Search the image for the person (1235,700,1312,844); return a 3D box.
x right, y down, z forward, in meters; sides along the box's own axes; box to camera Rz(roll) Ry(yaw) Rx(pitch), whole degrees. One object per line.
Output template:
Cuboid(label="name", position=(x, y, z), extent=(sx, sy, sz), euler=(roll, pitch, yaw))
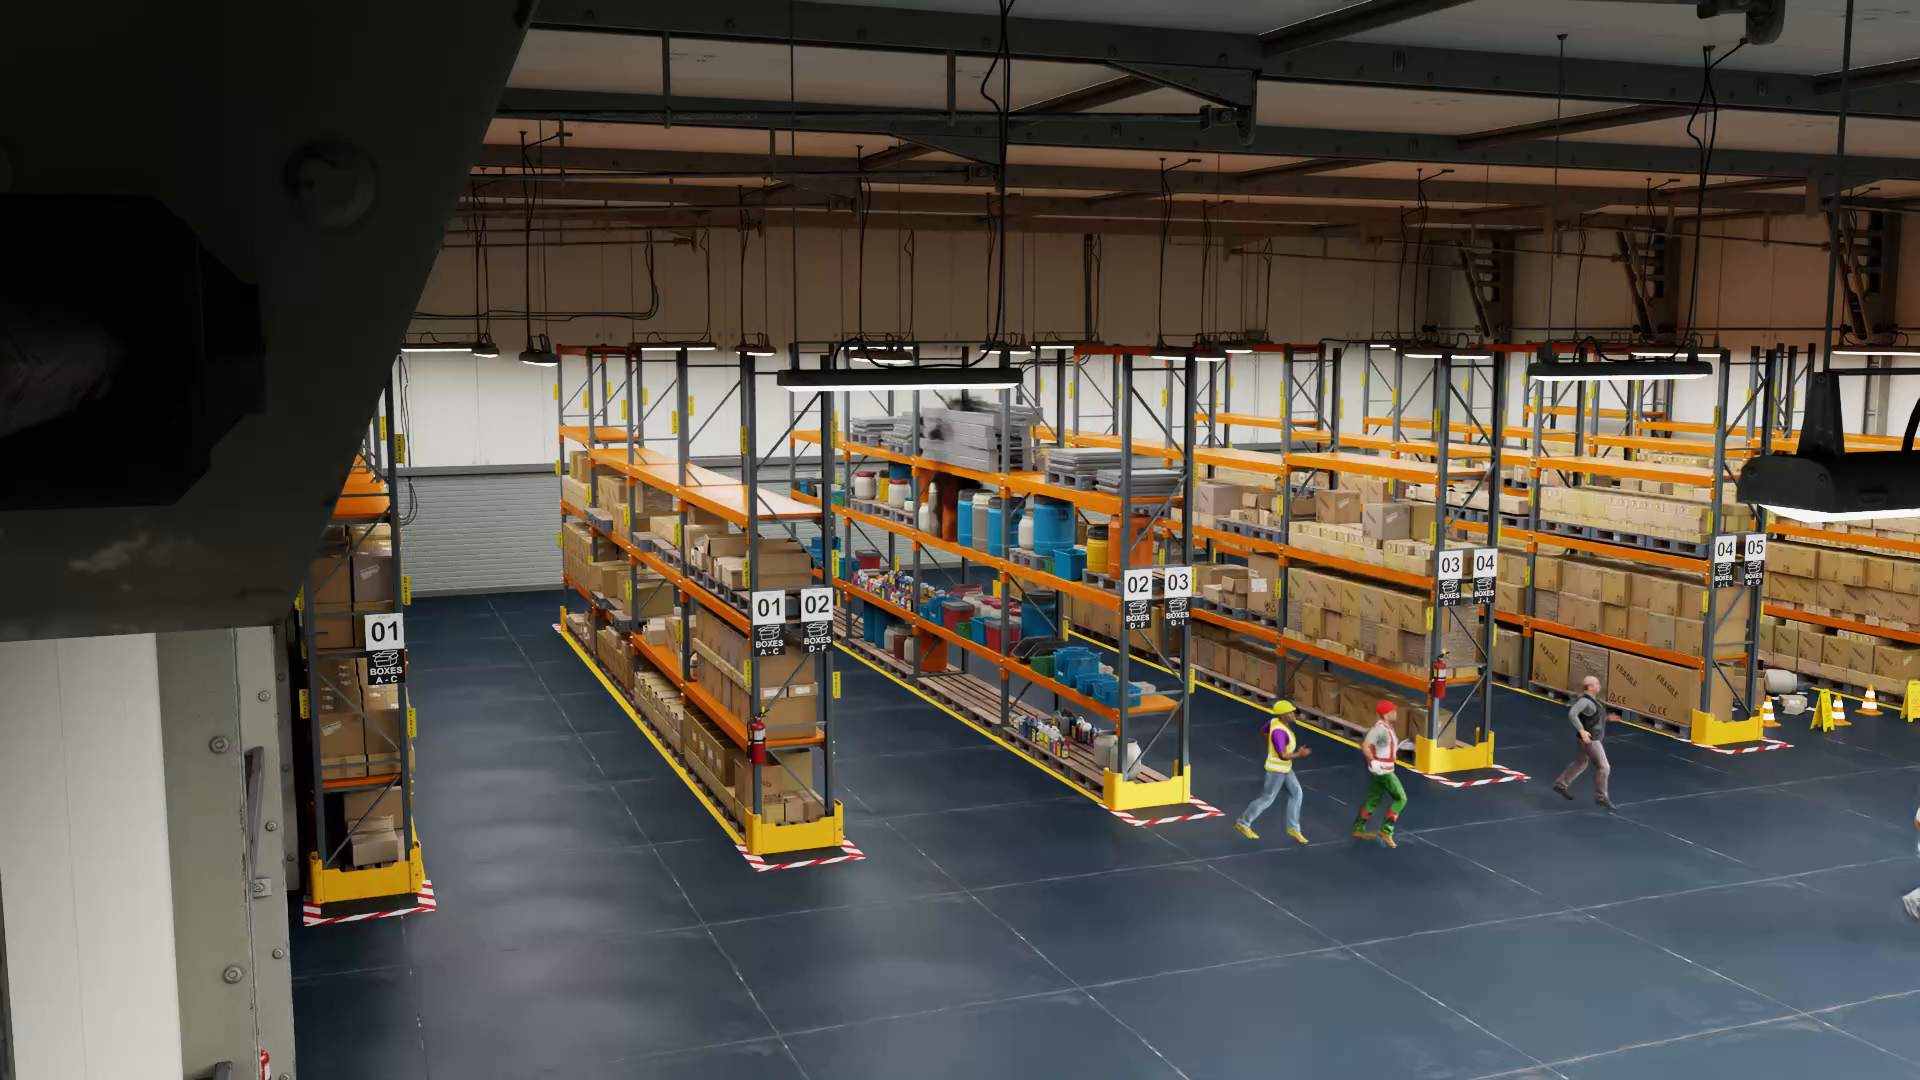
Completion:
Cuboid(label="person", position=(3.884, 2.860, 20.525), extent=(0.909, 1.814, 0.712), euler=(2, 8, 16))

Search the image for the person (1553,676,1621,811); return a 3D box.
Cuboid(label="person", position=(8.325, 2.671, 22.041), extent=(0.829, 1.760, 0.636), euler=(3, 8, 20))

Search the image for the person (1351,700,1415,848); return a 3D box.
Cuboid(label="person", position=(5.214, 2.871, 20.463), extent=(0.746, 1.832, 0.616), euler=(1, 7, 9))

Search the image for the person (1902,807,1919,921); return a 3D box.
Cuboid(label="person", position=(10.305, 3.319, 17.475), extent=(0.575, 1.616, 0.604), euler=(0, 7, 1))
